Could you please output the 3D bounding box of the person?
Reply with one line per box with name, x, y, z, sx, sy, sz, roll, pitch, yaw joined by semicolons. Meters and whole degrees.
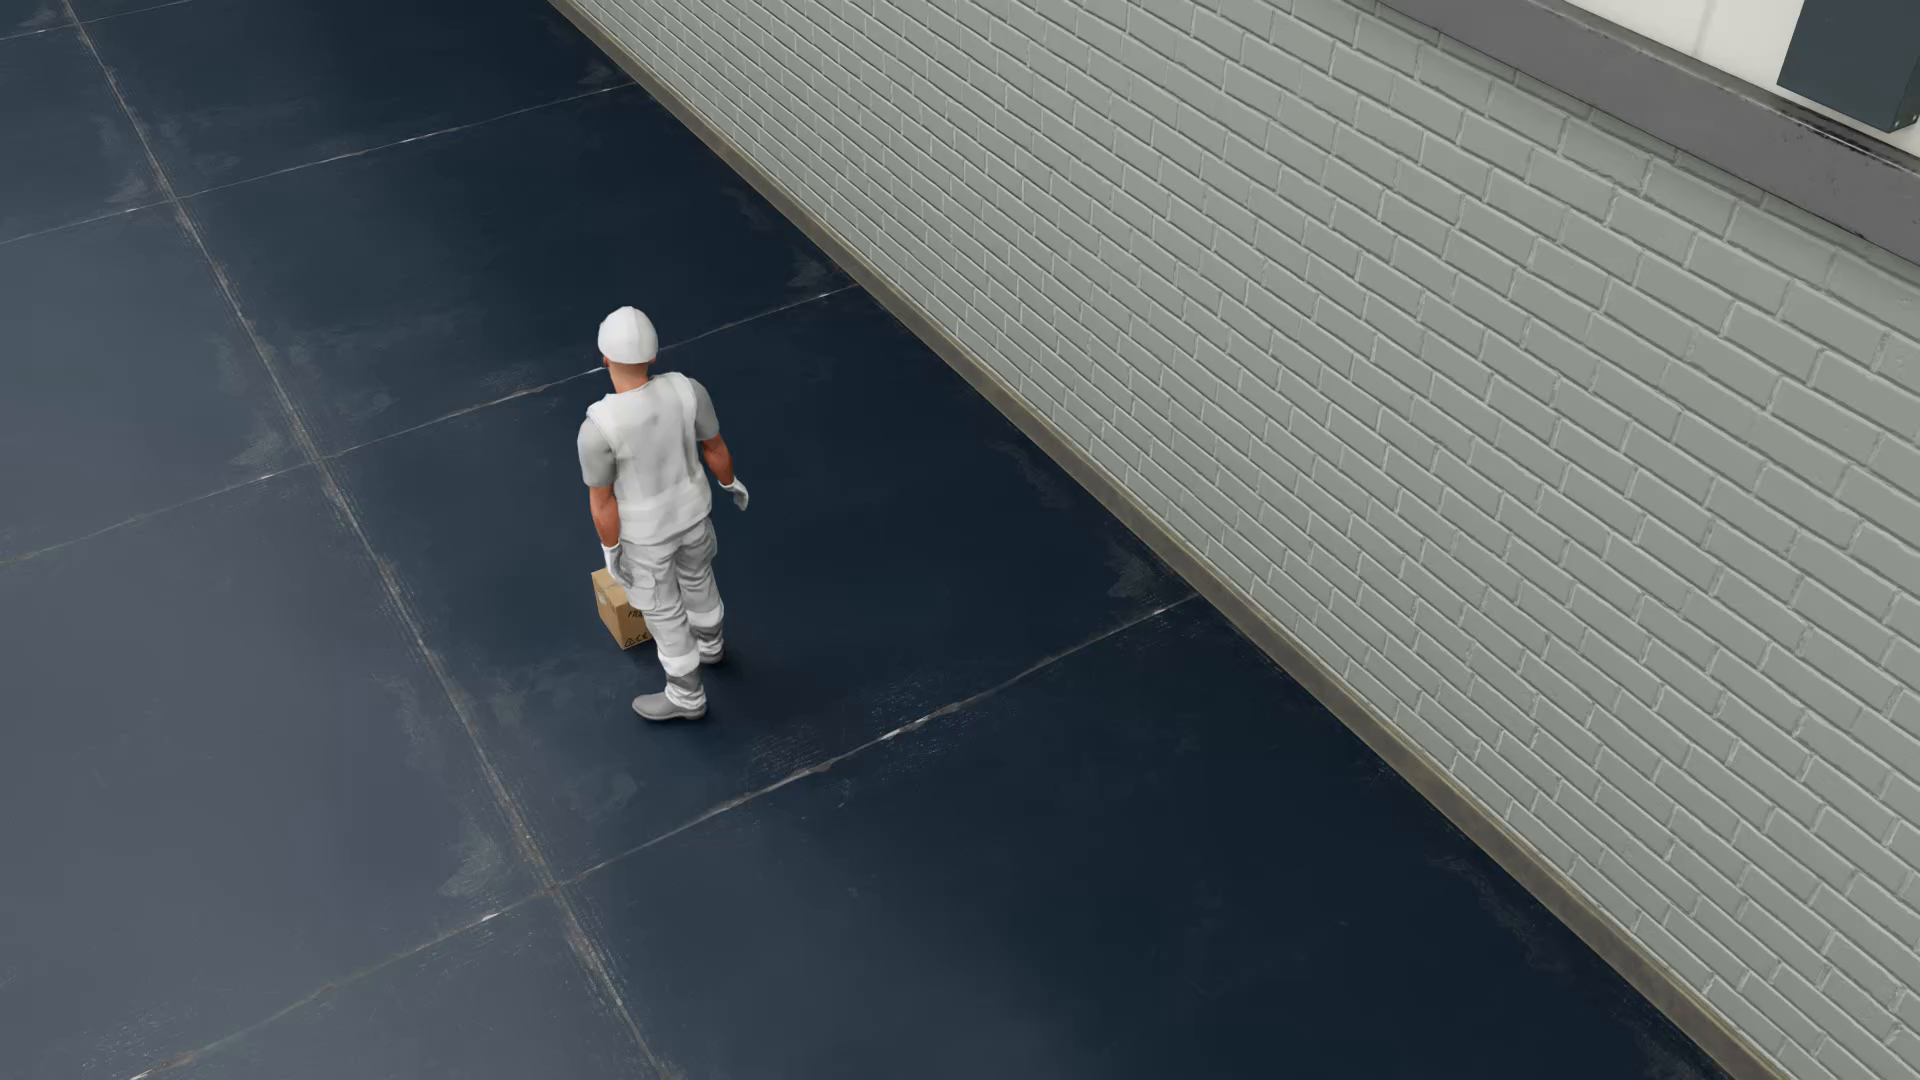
person;-1.124;-0.124;6.253;0.657;1.789;0.506;-31;49;-31
